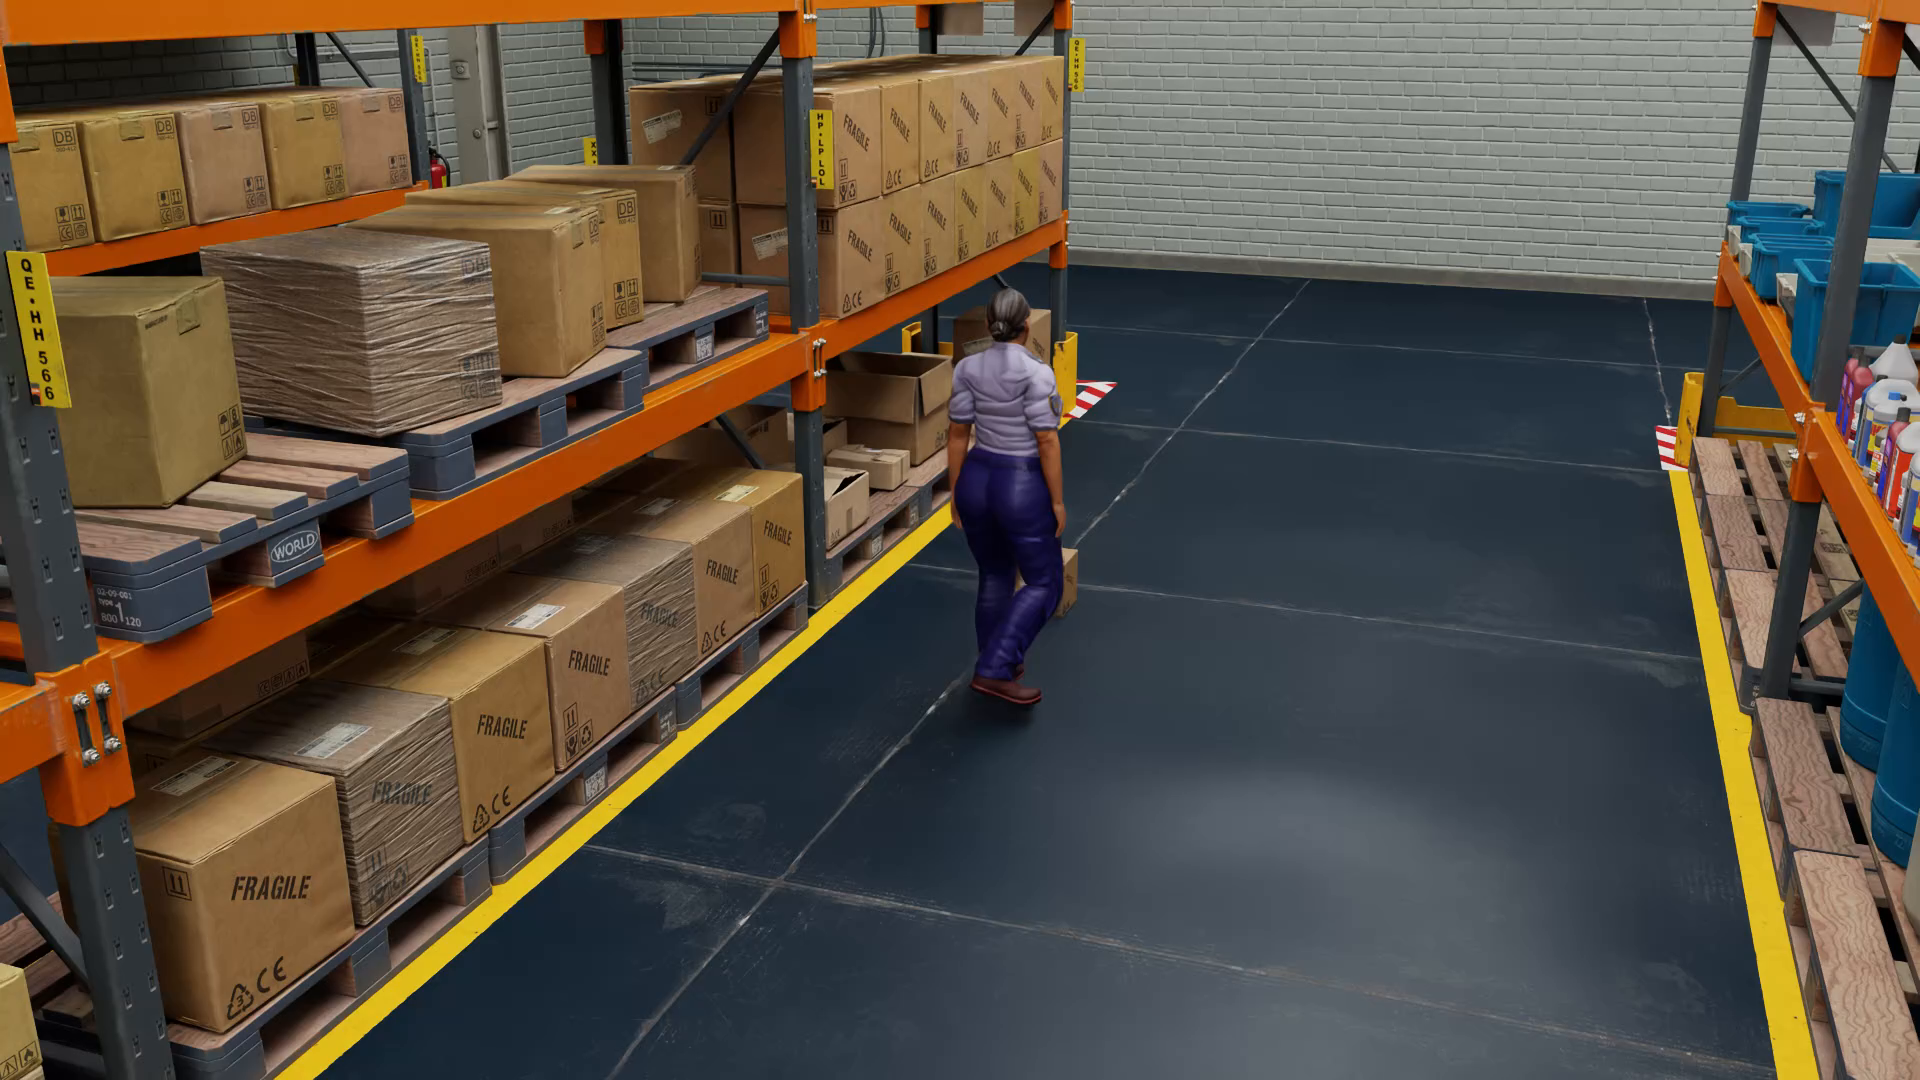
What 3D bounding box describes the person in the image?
[{"bbox_3d":[0.155,-0.143,6.519,0.514,1.647,0.561,13,23,33],"label":"person"}]
